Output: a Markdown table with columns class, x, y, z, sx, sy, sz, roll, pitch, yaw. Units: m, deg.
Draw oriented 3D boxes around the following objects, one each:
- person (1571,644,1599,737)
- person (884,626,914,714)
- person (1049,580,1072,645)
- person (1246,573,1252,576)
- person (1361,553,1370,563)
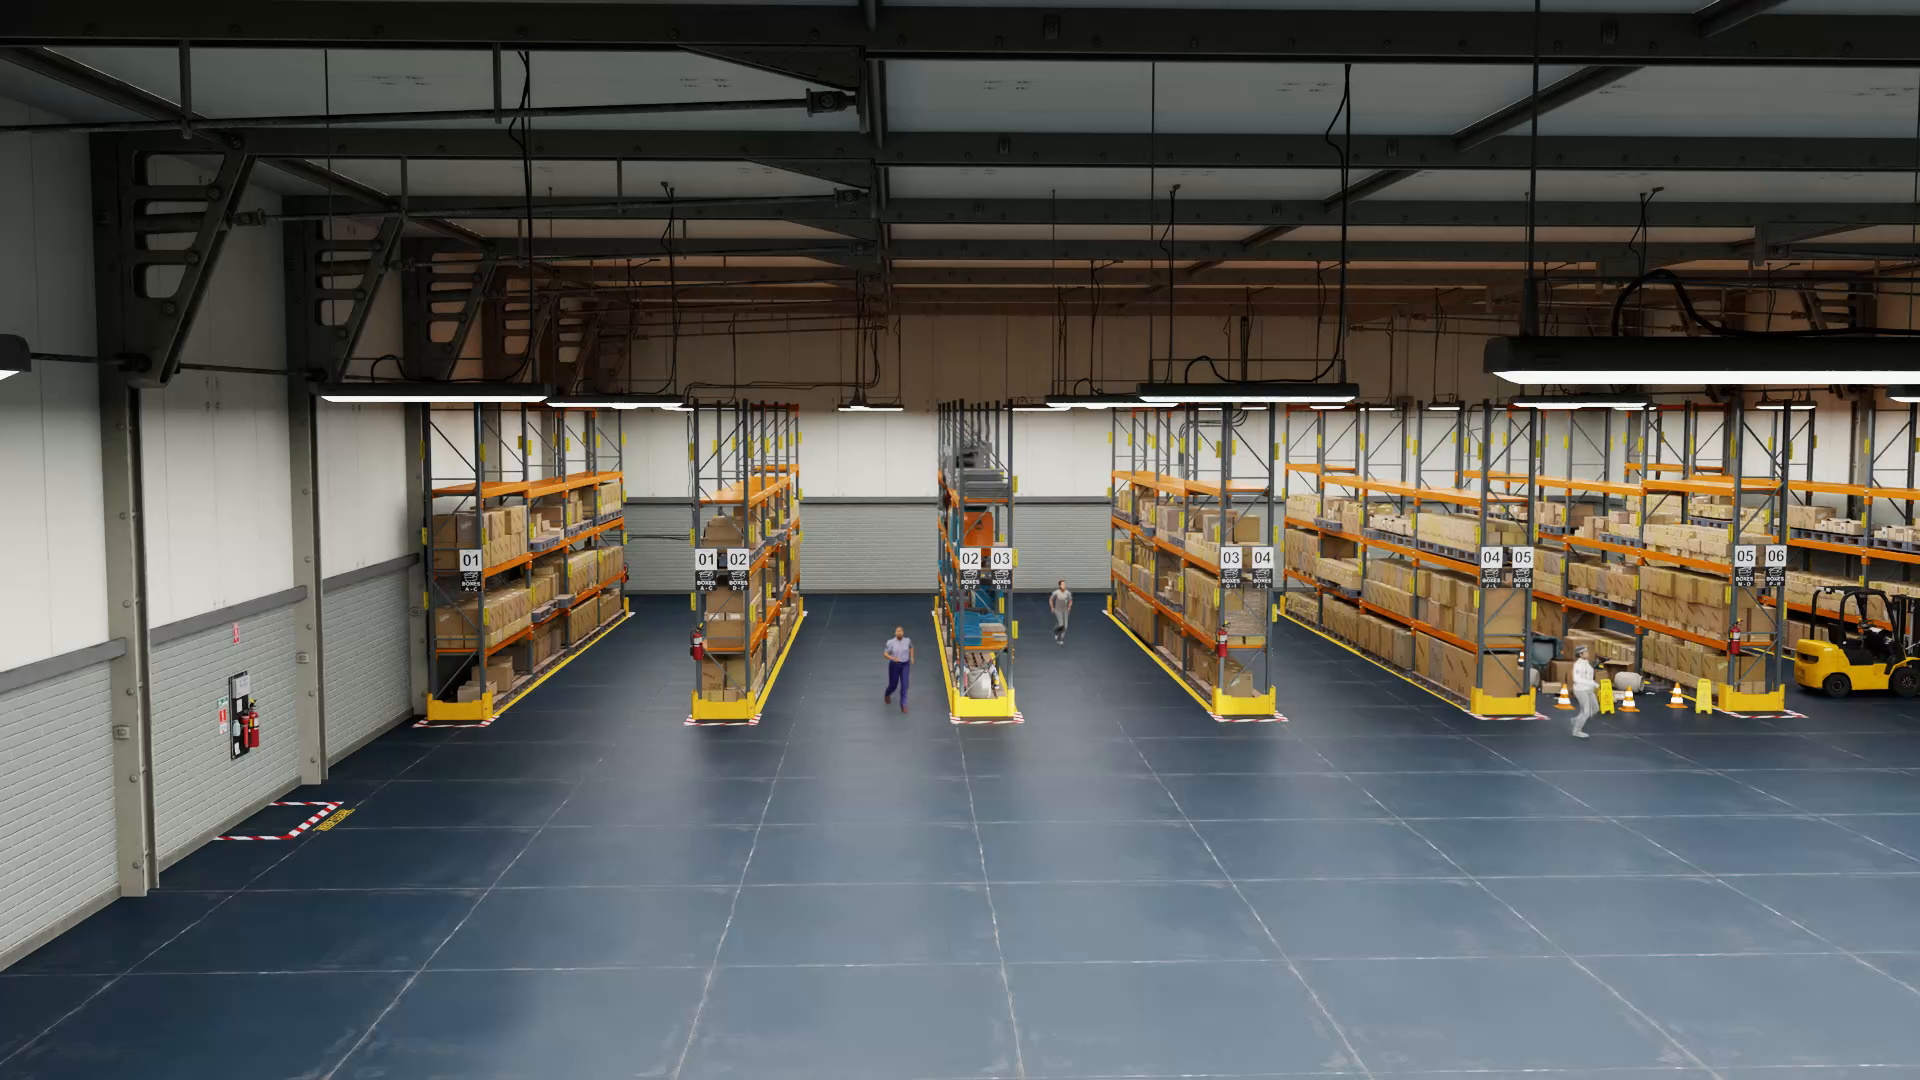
| class | x | y | z | sx | sy | sz | roll | pitch | yaw |
| --- | --- | --- | --- | --- | --- | --- | --- | --- | --- |
| person | 11.063 | 2.660 | 29.388 | 0.552 | 1.652 | 0.606 | 4 | 6 | 40 |
| person | -1.178 | 2.477 | 32.111 | 0.615 | 1.655 | 0.914 | -1 | 4 | -14 |
| person | 2.518 | 1.791 | 41.148 | 0.550 | 1.620 | 0.593 | -1 | 4 | -14 |
| person | 8.115 | 1.266 | 48.206 | 0.799 | 1.582 | 0.529 | 3 | 5 | 30 |
| person | 11.442 | 1.222 | 47.137 | 0.648 | 1.807 | 0.860 | -1 | 4 | -10 |
